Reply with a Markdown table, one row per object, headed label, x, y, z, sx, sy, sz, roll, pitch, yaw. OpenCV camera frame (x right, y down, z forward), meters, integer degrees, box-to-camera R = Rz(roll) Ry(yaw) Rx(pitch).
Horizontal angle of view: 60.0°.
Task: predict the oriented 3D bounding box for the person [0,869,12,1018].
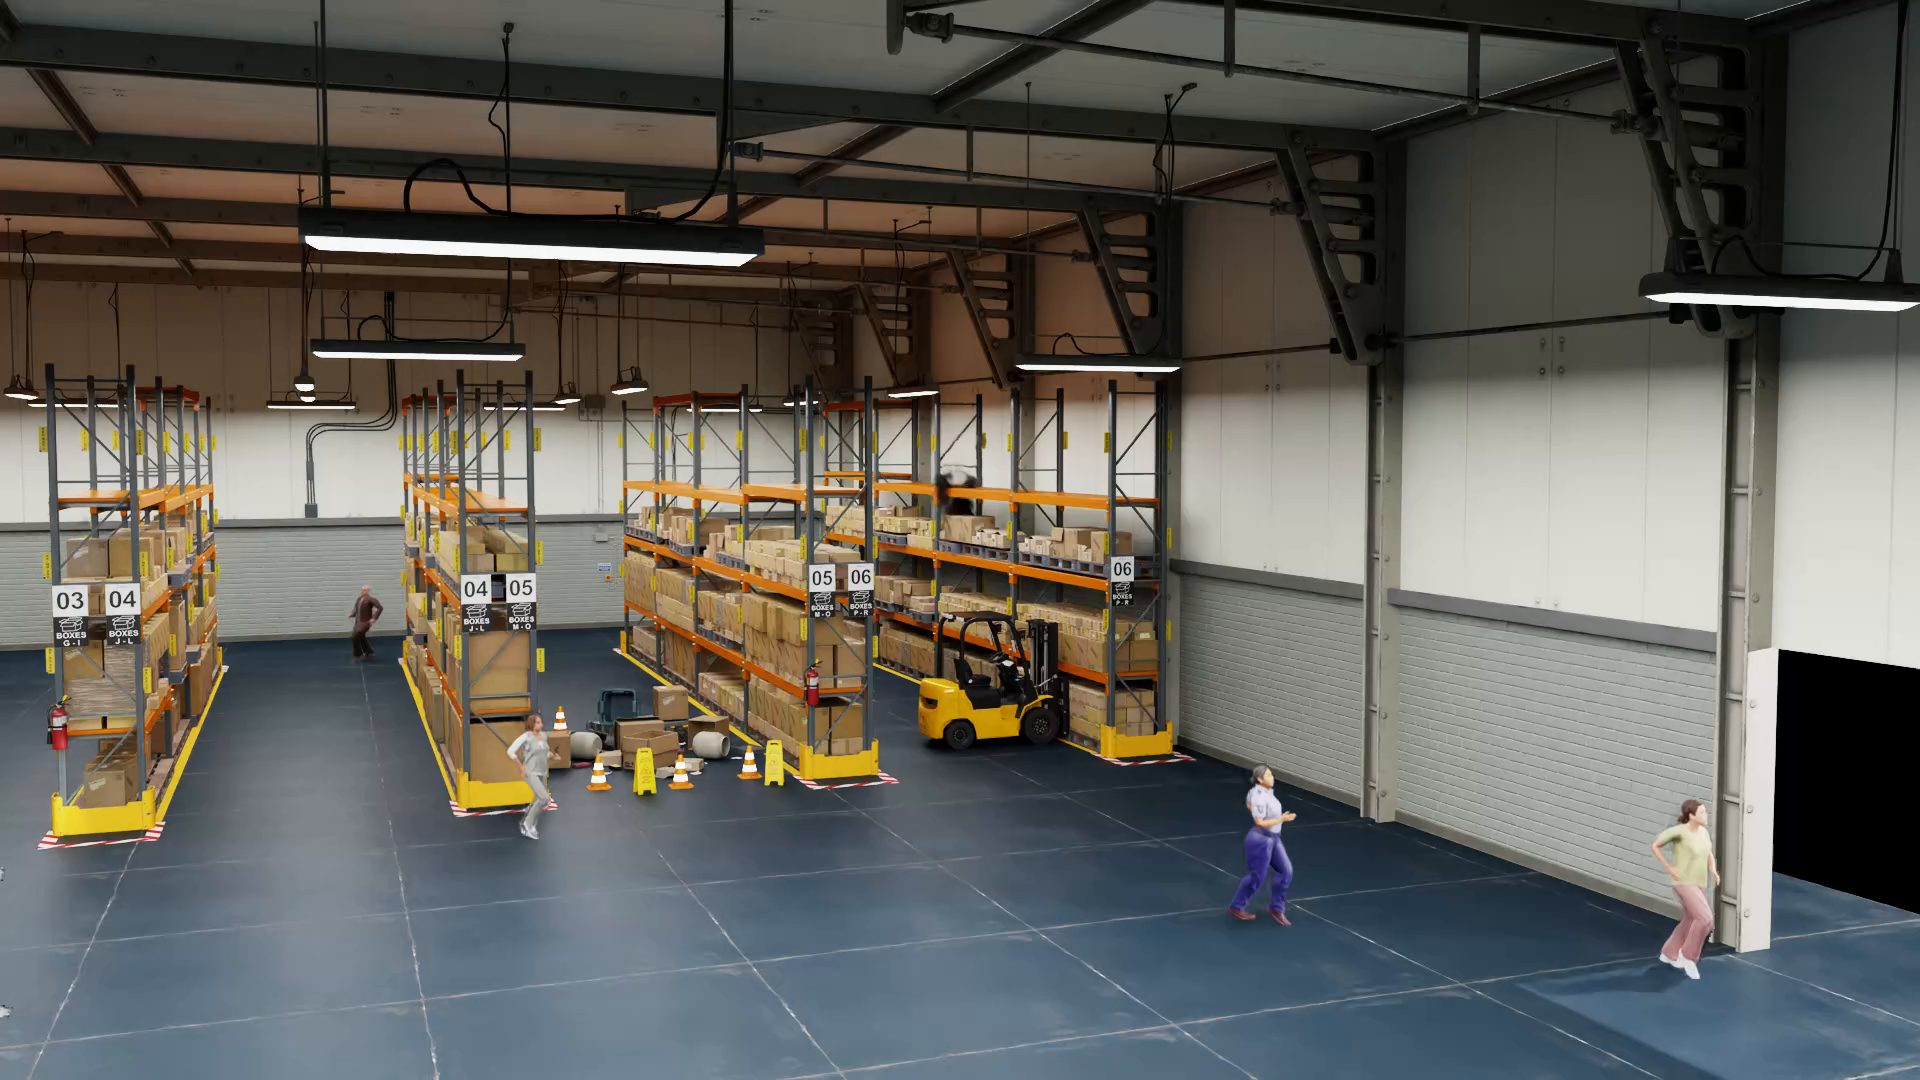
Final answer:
| label | x | y | z | sx | sy | sz | roll | pitch | yaw |
| --- | --- | --- | --- | --- | --- | --- | --- | --- | --- |
| person | -8.714 | 3.230 | 14.376 | 1.004 | 1.776 | 0.663 | 0 | 3 | 3 |

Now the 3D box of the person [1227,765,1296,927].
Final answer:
| label | x | y | z | sx | sy | sz | roll | pitch | yaw |
| --- | --- | --- | --- | --- | --- | --- | --- | --- | --- |
| person | 3.142 | 3.178 | 17.224 | 0.708 | 1.704 | 0.585 | 2 | 4 | 26 |

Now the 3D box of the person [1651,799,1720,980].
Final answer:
| label | x | y | z | sx | sy | sz | roll | pitch | yaw |
| --- | --- | --- | --- | --- | --- | --- | --- | --- | --- |
| person | 6.874 | 3.260 | 15.635 | 0.592 | 1.658 | 0.646 | -2 | 4 | -27 |

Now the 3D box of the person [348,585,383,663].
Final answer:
| label | x | y | z | sx | sy | sz | roll | pitch | yaw |
| --- | --- | --- | --- | --- | --- | --- | --- | --- | --- |
| person | -13.595 | 1.967 | 37.987 | 0.770 | 1.713 | 0.722 | 3 | 4 | 39 |

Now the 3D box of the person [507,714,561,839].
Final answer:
| label | x | y | z | sx | sy | sz | roll | pitch | yaw |
| --- | --- | --- | --- | --- | --- | --- | --- | --- | --- |
| person | -5.343 | 2.981 | 20.987 | 0.617 | 1.573 | 0.540 | 2 | 4 | 29 |
